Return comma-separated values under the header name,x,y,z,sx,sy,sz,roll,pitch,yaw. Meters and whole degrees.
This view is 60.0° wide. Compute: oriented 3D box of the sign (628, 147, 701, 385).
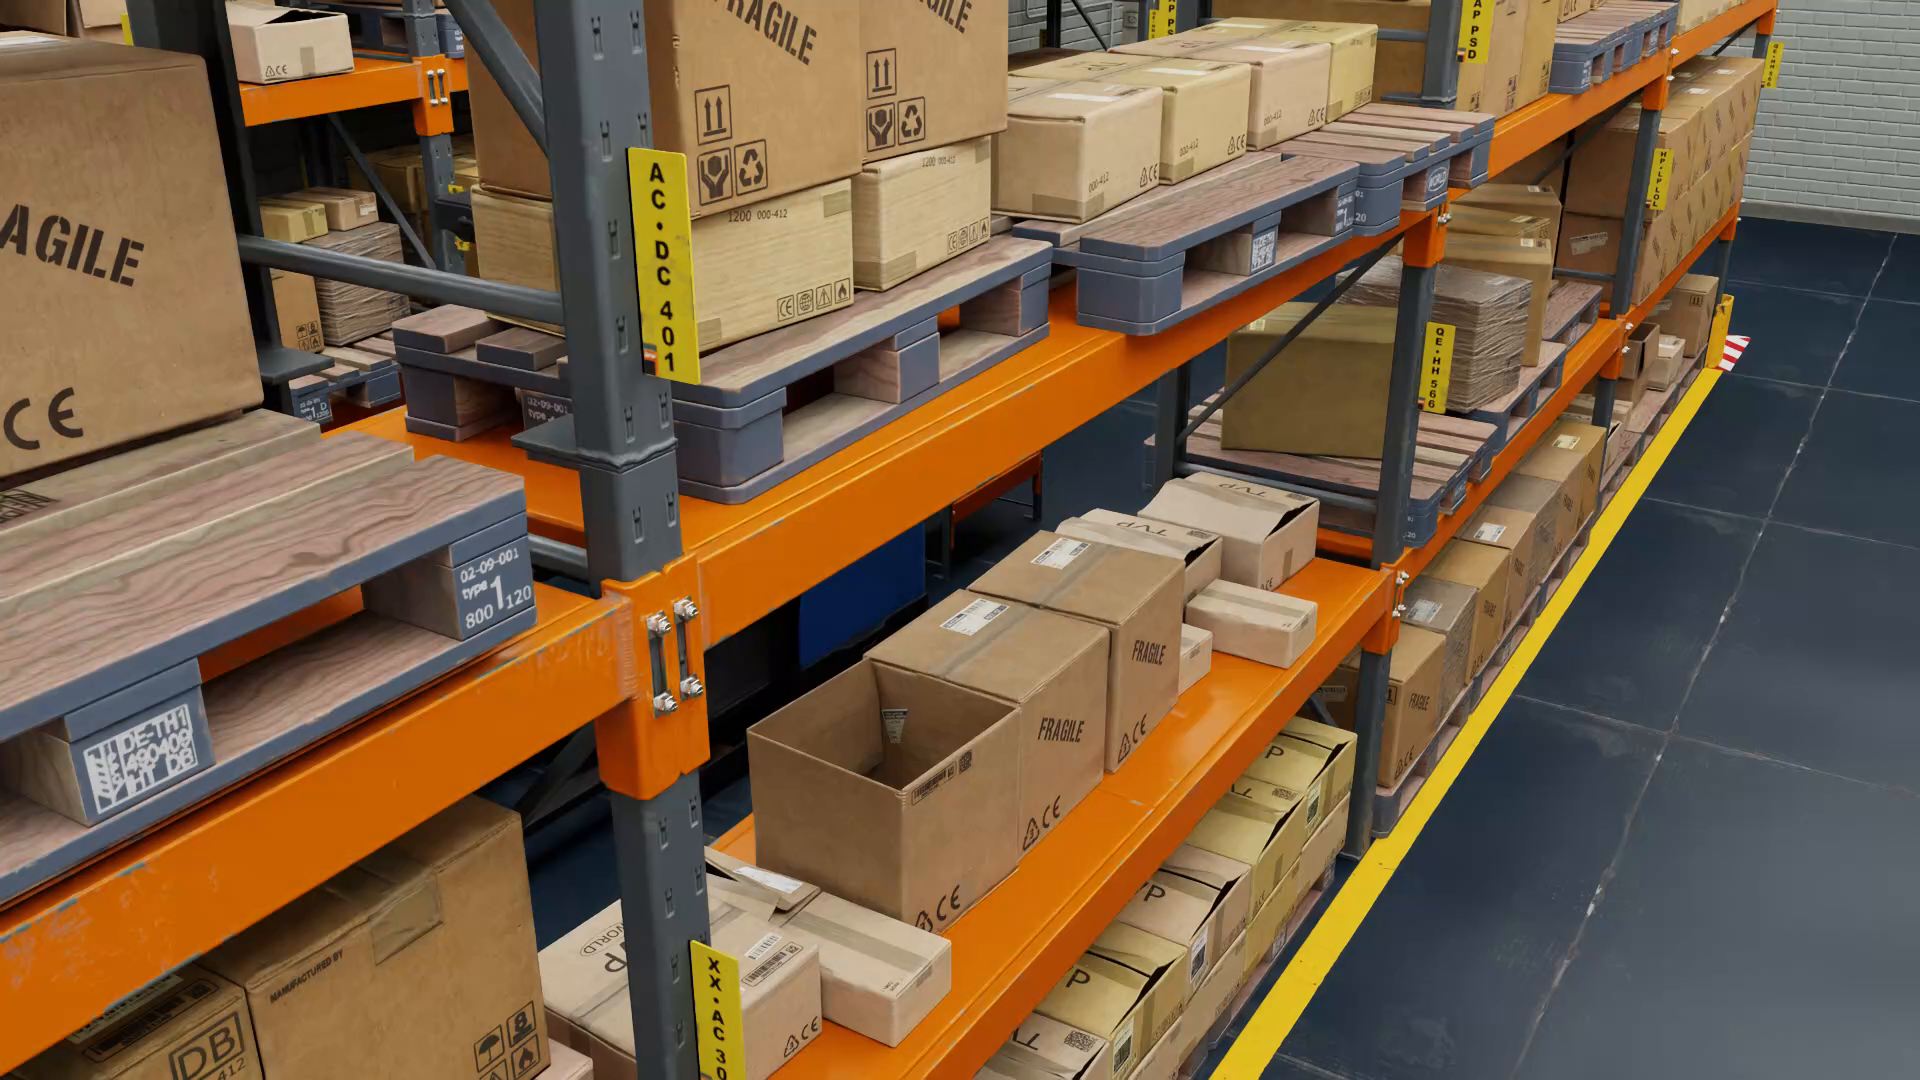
name,x,y,z,sx,sy,sz,roll,pitch,yaw
sign,-0.413,-0.380,2.326,0.100,0.325,0.005,14,27,29

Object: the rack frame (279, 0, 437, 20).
name,x,y,z,sx,sy,sz,roll,pitch,yaw
rack frame,-2.985,-3.986,7.630,1.000,3.000,0.127,14,27,29

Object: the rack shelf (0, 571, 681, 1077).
name,x,y,z,sx,sy,sz,roll,pitch,yaw
rack shelf,-1.940,0.783,1.296,1.077,0.370,4.000,14,27,29

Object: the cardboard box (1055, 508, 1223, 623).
name,x,y,z,sx,sy,sz,roll,pitch,yaw
cardboard box,0.589,0.106,5.841,0.500,0.311,0.500,14,27,28

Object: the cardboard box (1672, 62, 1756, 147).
name,x,y,z,sx,sy,sz,roll,pitch,yaw
cardboard box,5.178,-3.022,11.571,0.500,0.500,0.500,15,27,30

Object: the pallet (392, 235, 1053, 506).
name,x,y,z,sx,sy,sz,roll,pitch,yaw
pallet,-0.431,-0.435,3.444,0.805,0.209,1.217,13,26,27

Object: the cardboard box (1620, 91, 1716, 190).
name,x,y,z,sx,sy,sz,roll,pitch,yaw
cardboard box,4.366,-2.498,10.361,0.500,0.500,0.500,13,27,27

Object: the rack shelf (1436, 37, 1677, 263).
name,x,y,z,sx,sy,sz,roll,pitch,yaw
rack shelf,2.280,-1.917,7.533,1.077,0.370,4.000,14,27,29

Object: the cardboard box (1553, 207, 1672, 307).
name,x,y,z,sx,sy,sz,roll,pitch,yaw
cardboard box,3.835,-1.707,9.791,0.500,0.500,0.500,15,27,30

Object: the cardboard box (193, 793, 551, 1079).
name,x,y,z,sx,sy,sz,roll,pitch,yaw
cardboard box,-1.114,0.664,2.681,0.700,0.500,0.500,14,27,29

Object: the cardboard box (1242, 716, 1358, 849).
name,x,y,z,sx,sy,sz,roll,pitch,yaw
cardboard box,1.158,0.844,6.250,0.500,0.311,0.500,15,27,30

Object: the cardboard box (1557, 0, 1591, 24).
name,x,y,z,sx,sy,sz,roll,pitch,yaw
cardboard box,2.673,-2.822,7.937,0.600,0.600,0.600,14,27,28

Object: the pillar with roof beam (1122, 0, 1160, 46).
name,x,y,z,sx,sy,sz,roll,pitch,yaw
pillar with roof beam,5.581,-6.876,14.307,9.100,9.000,0.400,14,27,29

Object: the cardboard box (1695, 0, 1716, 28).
name,x,y,z,sx,sy,sz,roll,pitch,yaw
cardboard box,4.069,-3.134,9.626,0.500,0.250,0.500,14,27,29

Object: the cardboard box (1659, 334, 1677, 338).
name,x,y,z,sx,sy,sz,roll,pitch,yaw
cardboard box,5.077,-1.445,12.324,0.380,0.166,0.250,14,27,29

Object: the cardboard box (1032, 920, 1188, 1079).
name,x,y,z,sx,sy,sz,roll,pitch,yaw
cardboard box,0.354,1.360,5.060,0.500,0.311,0.500,15,27,30

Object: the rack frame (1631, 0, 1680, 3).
name,x,y,z,sx,sy,sz,roll,pitch,yaw
rack frame,3.335,-4.299,8.353,1.000,3.000,0.127,14,27,29

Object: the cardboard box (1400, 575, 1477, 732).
name,x,y,z,sx,sy,sz,roll,pitch,yaw
cardboard box,1.979,0.478,7.463,0.500,0.500,0.500,13,27,27

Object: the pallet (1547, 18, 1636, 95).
name,x,y,z,sx,sy,sz,roll,pitch,yaw
pallet,2.387,-2.280,7.702,1.213,0.211,1.003,14,27,29

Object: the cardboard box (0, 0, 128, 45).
name,x,y,z,sx,sy,sz,roll,pitch,yaw
cardboard box,-3.748,-2.248,7.235,0.797,0.503,0.637,18,29,36

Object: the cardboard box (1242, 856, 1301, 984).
name,x,y,z,sx,sy,sz,roll,pitch,yaw
cardboard box,0.886,1.277,5.958,0.500,0.250,0.500,14,27,28

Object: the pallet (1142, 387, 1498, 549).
name,x,y,z,sx,sy,sz,roll,pitch,yaw
pallet,1.523,-0.351,7.027,1.213,0.211,1.003,14,27,29

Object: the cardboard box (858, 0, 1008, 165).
name,x,y,z,sx,sy,sz,roll,pitch,yaw
cardboard box,-0.245,-1.087,3.426,0.500,0.500,0.500,17,29,34

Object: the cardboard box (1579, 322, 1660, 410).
name,x,y,z,sx,sy,sz,roll,pitch,yaw
cardboard box,4.322,-1.237,11.421,0.797,0.503,0.637,14,27,29

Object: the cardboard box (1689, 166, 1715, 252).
name,x,y,z,sx,sy,sz,roll,pitch,yaw
cardboard box,4.635,-2.220,10.978,0.500,0.500,0.500,13,27,28

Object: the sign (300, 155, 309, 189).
name,x,y,z,sx,sy,sz,roll,pitch,yaw
sign,-3.459,-1.879,8.858,0.100,0.325,0.005,14,27,29

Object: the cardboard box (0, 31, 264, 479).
name,x,y,z,sx,sy,sz,roll,pitch,yaw
cardboard box,-1.375,-0.410,2.316,0.500,0.500,0.500,16,28,33

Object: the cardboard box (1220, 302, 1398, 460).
name,x,y,z,sx,sy,sz,roll,pitch,yaw
cardboard box,1.461,-0.671,6.869,0.700,0.500,0.500,5,24,11

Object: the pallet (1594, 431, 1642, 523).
name,x,y,z,sx,sy,sz,roll,pitch,yaw
pallet,3.698,-0.498,10.634,1.003,0.211,1.213,14,27,29

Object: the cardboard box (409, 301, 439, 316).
name,x,y,z,sx,sy,sz,roll,pitch,yaw
cardboard box,-3.031,-1.290,9.245,0.380,0.149,0.250,14,27,30

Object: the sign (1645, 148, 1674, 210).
name,x,y,z,sx,sy,sz,roll,pitch,yaw
sign,3.808,-1.962,9.049,0.100,0.325,0.005,14,27,29

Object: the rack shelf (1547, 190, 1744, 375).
name,x,y,z,sx,sy,sz,roll,pitch,yaw
rack shelf,4.390,-1.891,11.247,1.077,0.370,4.000,14,27,29

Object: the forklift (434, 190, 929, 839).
name,x,y,z,sx,sy,sz,roll,pitch,yaw
forklift,-1.401,-0.436,7.068,1.130,2.935,3.031,15,28,31

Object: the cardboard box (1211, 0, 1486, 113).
name,x,y,z,sx,sy,sz,roll,pitch,yaw
cardboard box,1.426,-1.773,6.167,0.910,0.500,0.500,14,27,29

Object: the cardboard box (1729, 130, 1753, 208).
name,x,y,z,sx,sy,sz,roll,pitch,yaw
cardboard box,5.440,-2.734,12.163,0.500,0.500,0.500,15,27,31

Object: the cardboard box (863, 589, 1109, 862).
name,x,y,z,sx,sy,sz,roll,pitch,yaw
cardboard box,0.076,0.506,4.680,0.500,0.500,0.500,14,27,29

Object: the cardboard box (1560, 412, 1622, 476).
name,x,y,z,sx,sy,sz,roll,pitch,yaw
cardboard box,3.740,-0.610,10.214,0.500,0.311,0.500,14,27,29

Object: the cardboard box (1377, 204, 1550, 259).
name,x,y,z,sx,sy,sz,roll,pitch,yaw
cardboard box,2.586,-1.426,8.614,0.700,0.500,0.500,19,30,37

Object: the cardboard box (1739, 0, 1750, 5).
name,x,y,z,sx,sy,sz,roll,pitch,yaw
cardboard box,4.872,-3.637,10.789,0.500,0.250,0.500,14,27,29

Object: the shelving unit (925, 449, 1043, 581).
name,x,y,z,sx,sy,sz,roll,pitch,yaw
shelving unit,0.004,-0.518,9.532,0.538,1.125,1.048,14,27,29

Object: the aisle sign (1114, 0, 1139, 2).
name,x,y,z,sx,sy,sz,roll,pitch,yaw
aisle sign,1.527,-5.087,14.453,0.394,0.787,0.004,14,27,29

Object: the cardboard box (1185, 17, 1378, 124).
name,x,y,z,sx,sy,sz,roll,pitch,yaw
cardboard box,1.033,-1.531,5.396,0.500,0.250,0.500,12,26,25

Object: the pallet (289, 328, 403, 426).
name,x,y,z,sx,sy,sz,roll,pitch,yaw
pallet,-3.271,-0.882,8.253,1.213,0.211,1.003,14,27,29

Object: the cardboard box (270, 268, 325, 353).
name,x,y,z,sx,sy,sz,roll,pitch,yaw
cardboard box,-3.497,-1.125,7.894,0.700,0.500,0.500,11,26,24

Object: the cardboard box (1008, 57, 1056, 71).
name,x,y,z,sx,sy,sz,roll,pitch,yaw
cardboard box,0.600,-3.648,14.024,0.980,0.700,0.700,14,27,29

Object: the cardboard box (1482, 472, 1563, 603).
name,x,y,z,sx,sy,sz,roll,pitch,yaw
cardboard box,2.785,-0.040,8.659,0.500,0.500,0.500,14,27,30

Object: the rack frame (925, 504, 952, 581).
name,x,y,z,sx,sy,sz,roll,pitch,yaw
rack frame,-0.265,-0.347,9.135,0.500,1.125,0.032,14,27,29

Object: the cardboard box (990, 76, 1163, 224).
name,x,y,z,sx,sy,sz,roll,pitch,yaw
cardboard box,0.176,-0.979,4.120,0.500,0.250,0.500,11,26,25

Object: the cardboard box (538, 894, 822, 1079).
name,x,y,z,sx,sy,sz,roll,pitch,yaw
cardboard box,-0.662,1.048,3.743,0.500,0.250,0.500,16,28,32

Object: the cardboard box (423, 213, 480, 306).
name,x,y,z,sx,sy,sz,roll,pitch,yaw
cardboard box,-2.512,-1.535,8.994,0.500,0.500,0.500,15,27,30

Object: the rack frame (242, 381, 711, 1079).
name,x,y,z,sx,sy,sz,roll,pitch,yaw
rack frame,-0.885,1.154,3.308,1.000,3.000,0.127,14,27,29

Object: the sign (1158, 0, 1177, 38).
name,x,y,z,sx,sy,sz,roll,pitch,yaw
sign,0.765,-1.924,5.992,0.100,0.325,0.005,14,27,29

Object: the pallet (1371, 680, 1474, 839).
name,x,y,z,sx,sy,sz,roll,pitch,yaw
pallet,1.651,0.840,7.544,1.003,0.211,1.213,14,27,29

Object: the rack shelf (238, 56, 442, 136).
name,x,y,z,sx,sy,sz,roll,pitch,yaw
rack shelf,-4.040,-1.604,6.809,1.077,0.370,4.000,14,27,29
